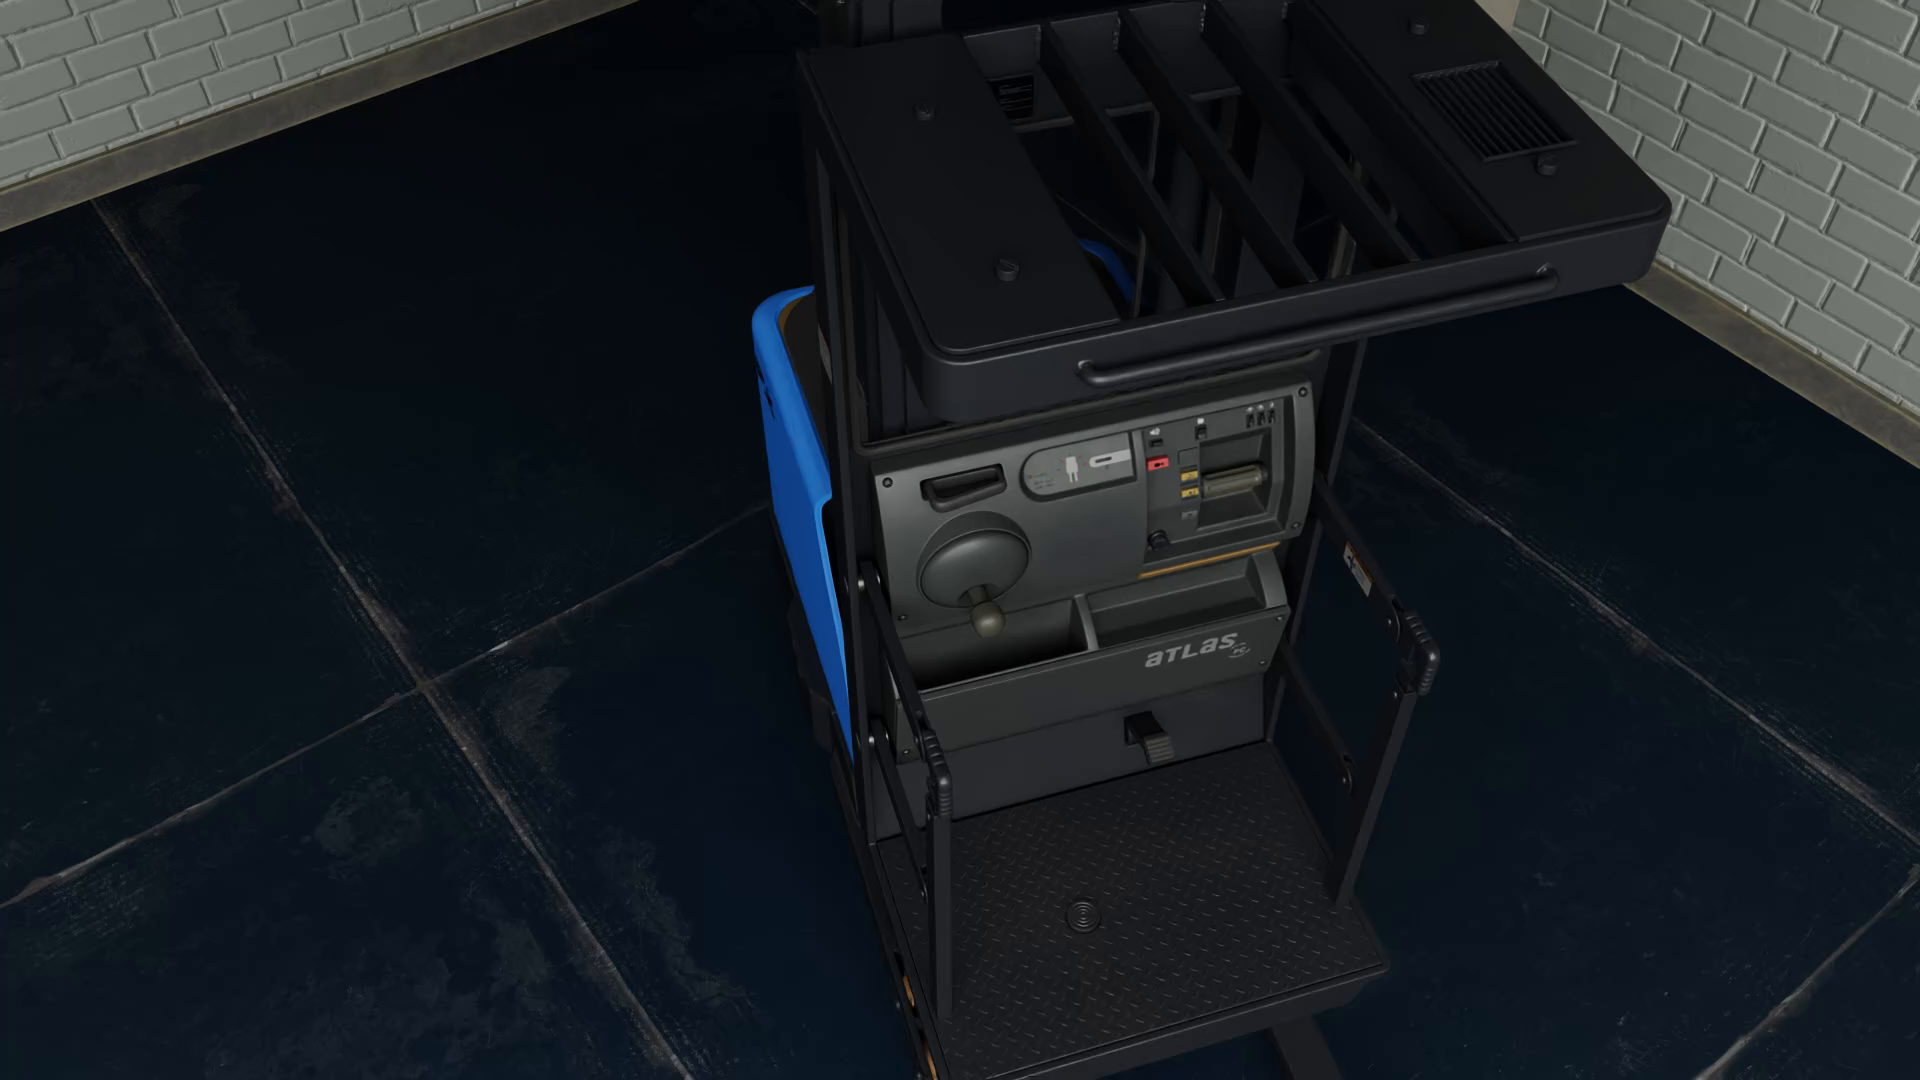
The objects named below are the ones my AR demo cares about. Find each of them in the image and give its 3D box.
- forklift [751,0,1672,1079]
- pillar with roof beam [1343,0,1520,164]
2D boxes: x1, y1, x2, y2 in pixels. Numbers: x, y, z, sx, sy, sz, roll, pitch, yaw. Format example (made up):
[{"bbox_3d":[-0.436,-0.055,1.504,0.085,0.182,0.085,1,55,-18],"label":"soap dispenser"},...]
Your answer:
[{"bbox_3d":[0.351,0.031,3.244,1.130,2.935,3.031,-13,49,-11],"label":"forklift"},{"bbox_3d":[-1.668,-2.537,1.476,9.100,9.000,0.400,-29,54,-24],"label":"pillar with roof beam"}]
